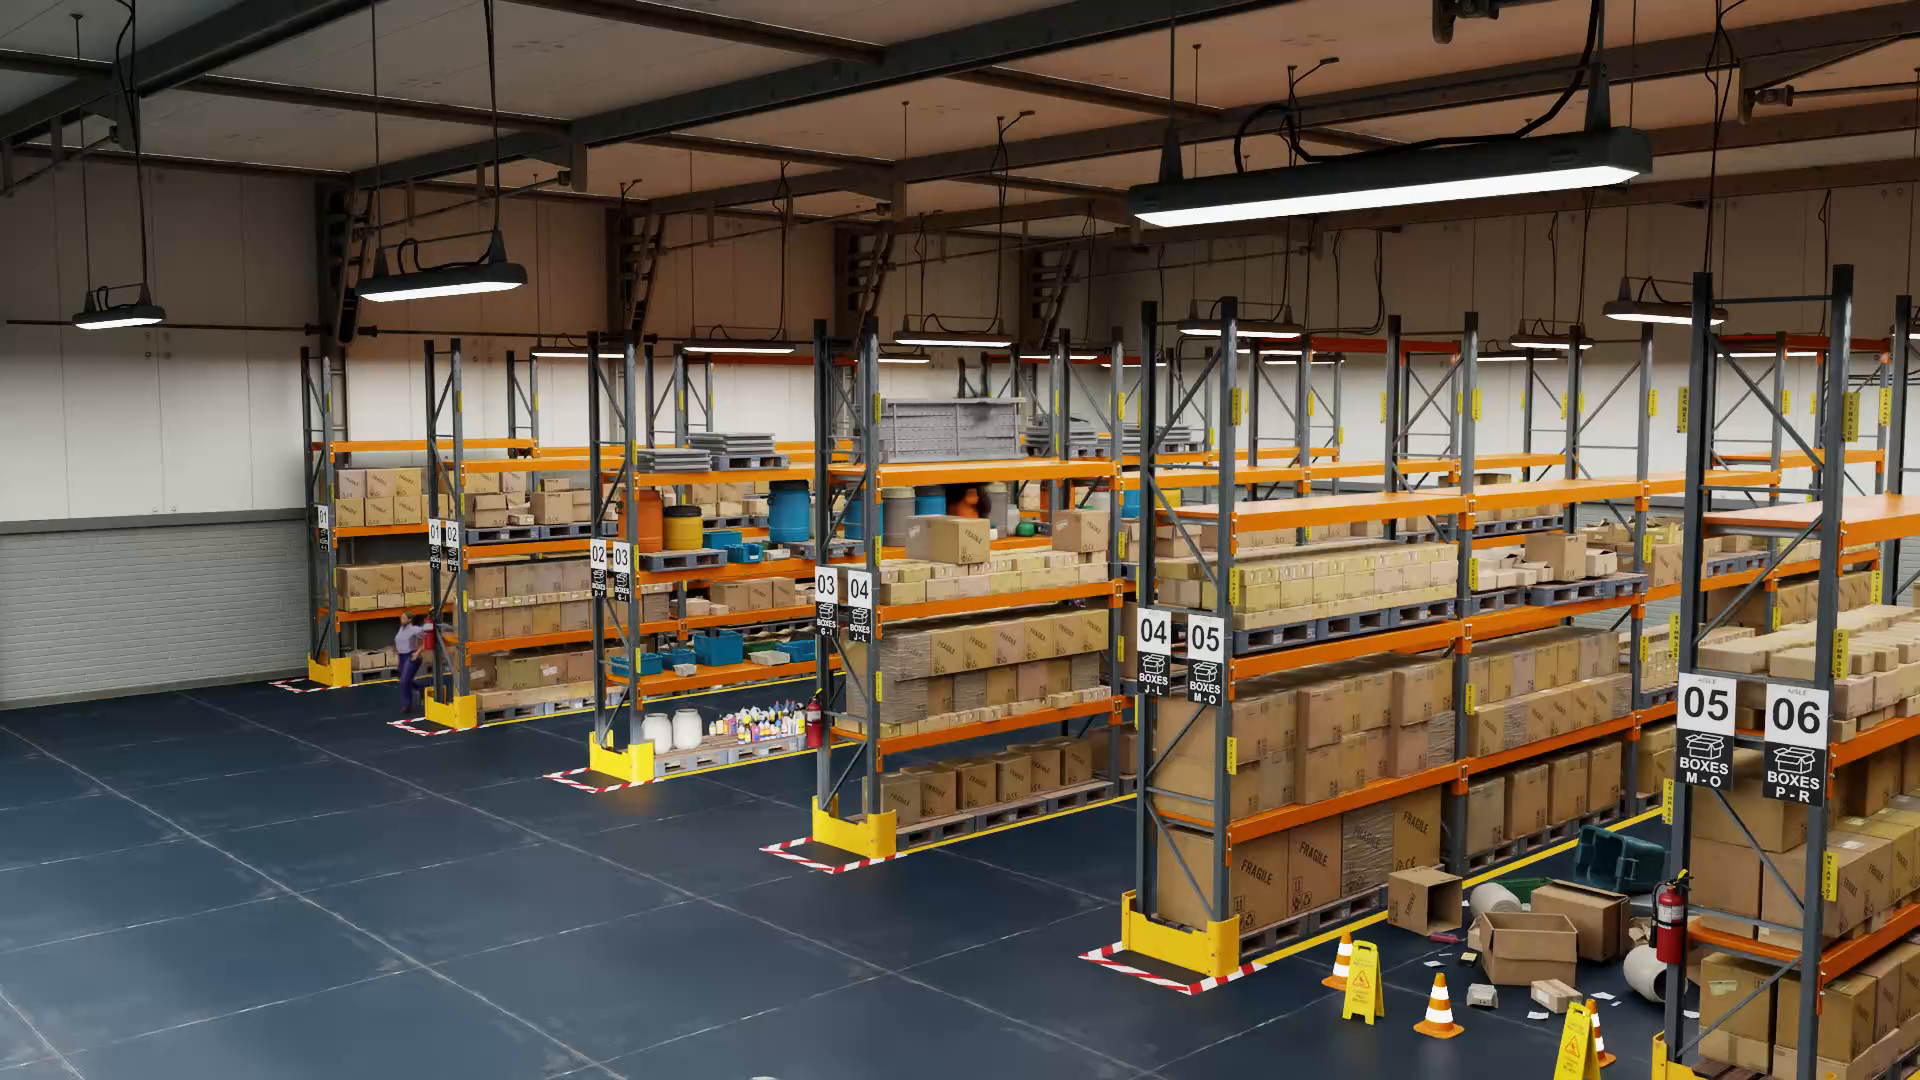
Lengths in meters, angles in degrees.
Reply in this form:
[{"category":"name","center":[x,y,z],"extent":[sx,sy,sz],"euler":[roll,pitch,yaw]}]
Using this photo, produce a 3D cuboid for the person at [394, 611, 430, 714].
[{"category":"person","center":[-8.952,1.990,27.169],"extent":[0.662,1.663,0.776],"euler":[4,6,35]}]
